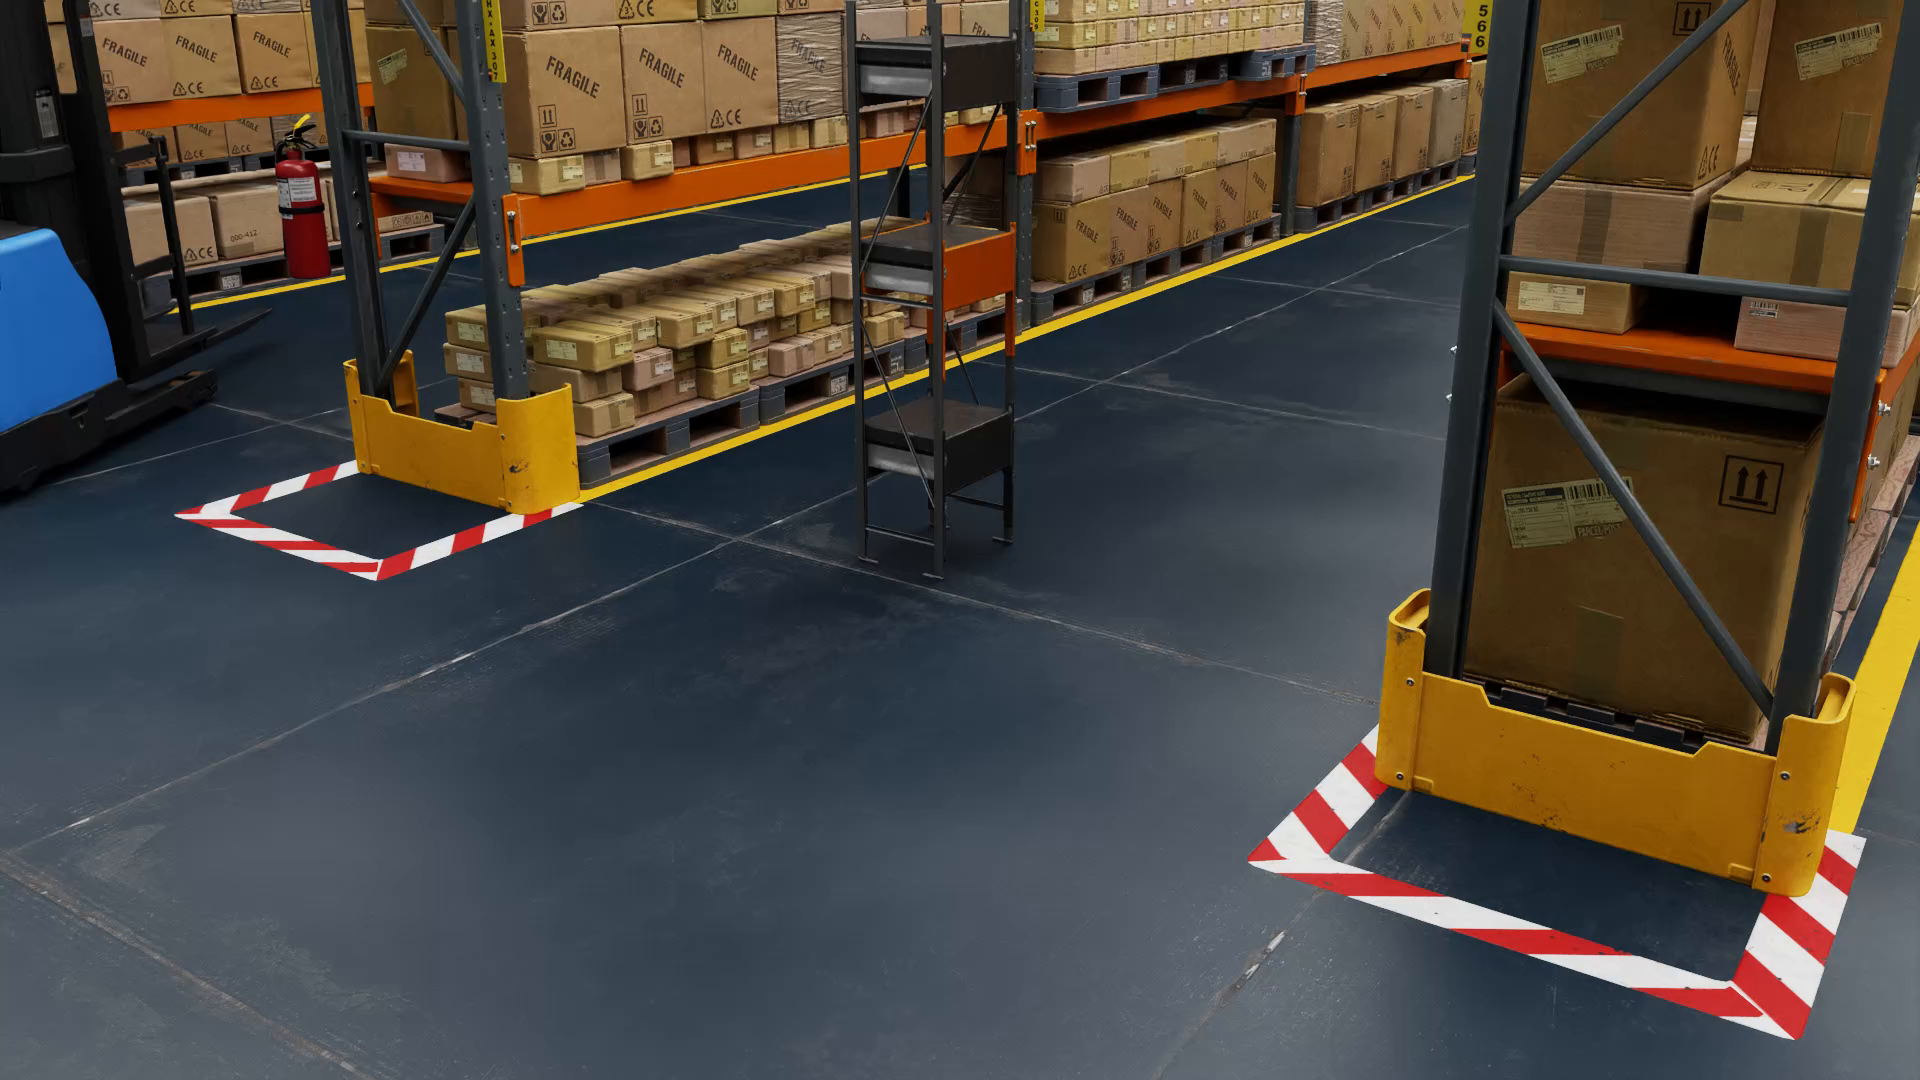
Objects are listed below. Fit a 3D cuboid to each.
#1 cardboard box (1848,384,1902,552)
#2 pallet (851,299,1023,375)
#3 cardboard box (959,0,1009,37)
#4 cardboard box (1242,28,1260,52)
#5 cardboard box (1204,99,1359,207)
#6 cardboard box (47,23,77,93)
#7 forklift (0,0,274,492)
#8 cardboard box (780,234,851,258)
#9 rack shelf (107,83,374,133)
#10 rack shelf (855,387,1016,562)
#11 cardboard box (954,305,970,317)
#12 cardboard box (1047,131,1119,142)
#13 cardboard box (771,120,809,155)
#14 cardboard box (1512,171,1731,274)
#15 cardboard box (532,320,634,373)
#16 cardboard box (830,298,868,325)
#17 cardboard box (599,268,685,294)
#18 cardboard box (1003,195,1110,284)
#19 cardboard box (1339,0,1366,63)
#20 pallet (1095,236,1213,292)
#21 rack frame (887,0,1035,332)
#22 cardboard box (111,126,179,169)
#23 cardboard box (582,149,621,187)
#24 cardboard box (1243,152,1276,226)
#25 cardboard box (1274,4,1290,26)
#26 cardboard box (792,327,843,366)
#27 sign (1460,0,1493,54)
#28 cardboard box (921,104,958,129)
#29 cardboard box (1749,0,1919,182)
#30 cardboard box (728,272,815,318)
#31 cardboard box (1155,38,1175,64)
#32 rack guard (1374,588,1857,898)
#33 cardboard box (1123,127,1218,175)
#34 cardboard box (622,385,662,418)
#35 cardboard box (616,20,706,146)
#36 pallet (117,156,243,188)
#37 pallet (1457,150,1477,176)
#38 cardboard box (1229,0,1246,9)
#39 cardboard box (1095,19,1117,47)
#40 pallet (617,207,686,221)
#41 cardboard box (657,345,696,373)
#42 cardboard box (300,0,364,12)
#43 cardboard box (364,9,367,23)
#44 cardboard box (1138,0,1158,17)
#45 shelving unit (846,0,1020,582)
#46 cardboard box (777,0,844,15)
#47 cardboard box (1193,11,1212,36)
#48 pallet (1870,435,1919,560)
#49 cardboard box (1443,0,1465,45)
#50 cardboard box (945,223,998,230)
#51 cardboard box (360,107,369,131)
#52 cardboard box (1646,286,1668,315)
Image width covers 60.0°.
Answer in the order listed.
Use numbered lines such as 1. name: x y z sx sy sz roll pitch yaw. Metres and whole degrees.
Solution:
1. cardboard box: 3.091 -0.564 6.424 0.875 0.875 0.875 13 24 32
2. pallet: -0.359 -1.284 9.933 1.003 0.211 1.213 13 24 32
3. cardboard box: -0.049 -2.784 9.396 0.500 0.500 0.500 13 24 32
4. cardboard box: 1.912 -3.572 11.855 0.380 0.149 0.250 13 24 31
5. cardboard box: 2.654 -3.239 13.834 1.050 0.750 0.750 13 24 31
6. cardboard box: -5.642 -2.860 10.028 0.500 0.500 0.500 13 24 31
7. forklift: -4.504 -2.025 8.014 1.130 2.935 3.031 1 20 4
8. cardboard box: -0.809 -1.643 9.531 0.380 0.149 0.250 13 24 30
9. rack shelf: -5.286 -2.817 11.094 1.077 0.370 4.000 13 24 32
10. rack shelf: -0.093 -0.268 6.520 0.431 0.518 0.480 13 24 32
11. cardboard box: -0.165 -1.415 9.770 0.380 0.149 0.250 14 25 33
12. cardboard box: 0.784 -2.731 11.740 0.500 0.250 0.500 12 23 29
13. cardboard box: -0.972 -2.013 8.245 0.380 0.149 0.250 14 25 34
14. cardboard box: 1.839 -0.908 4.683 0.500 0.250 0.500 13 24 31
15. cardboard box: -1.684 -0.867 7.432 0.380 0.149 0.250 12 23 29
16. cardboard box: -0.719 -1.276 8.966 0.380 0.149 0.250 12 23 29
17. cardboard box: -1.639 -1.294 8.587 0.380 0.149 0.250 14 25 34
18. cardboard box: 0.624 -1.977 10.783 0.500 0.500 0.500 14 25 34
19. cardboard box: 2.997 -4.209 13.676 0.500 0.500 0.500 13 24 31
20. pallet: 1.111 -2.059 12.028 1.003 0.211 1.213 13 24 32
21. rack frame: -0.011 -2.792 9.989 1.000 3.000 0.127 13 24 32
22. cardboard box: -7.811 -3.815 15.752 0.500 0.500 0.500 15 25 34
23. cardboard box: -1.697 -1.637 7.228 0.380 0.149 0.250 14 25 34
24. cardboard box: 2.084 -2.724 12.804 0.500 0.500 0.500 13 24 32
25. cardboard box: 2.188 -3.851 12.180 0.380 0.149 0.250 14 25 34
26. cardboard box: -0.842 -1.038 8.753 0.380 0.149 0.250 13 24 32
27. sign: 1.345 -1.412 4.248 0.100 0.325 0.005 13 24 32
28. cardboard box: -0.232 -2.386 9.255 0.380 0.149 0.250 14 25 34
29. cardboard box: 2.560 -1.297 4.655 0.500 0.500 0.500 13 24 31
30. cardboard box: -0.961 -1.249 8.463 0.380 0.149 0.250 14 24 33
31. cardboard box: 1.170 -3.191 10.825 0.380 0.149 0.250 12 23 29
32. rack guard: 1.772 0.531 4.608 1.175 0.500 0.348 13 24 32
33. cardboard box: 1.496 -2.779 11.870 0.500 0.250 0.500 14 24 33
34. cardboard box: -1.621 -0.683 7.792 0.380 0.149 0.250 13 24 32
35. cardboard box: -1.499 -2.064 7.449 0.500 0.500 0.500 13 24 32
36. pallet: -7.843 -3.628 16.269 1.003 0.211 1.213 13 24 32
37. pallet: 4.978 -3.982 17.227 1.003 0.211 1.213 13 24 32
38. cardboard box: 1.764 -3.776 11.548 0.380 0.149 0.250 13 24 32
39. cardboard box: 0.735 -3.109 10.173 0.380 0.149 0.250 13 24 31
40. pallet: -3.105 -3.008 14.593 1.003 0.211 1.213 13 24 32
41. cardboard box: -1.488 -0.899 7.947 0.380 0.149 0.250 14 24 33
42. cardboard box: -4.490 -3.911 11.429 0.500 0.500 0.500 13 24 31
43. cardboard box: -4.211 -3.592 12.009 0.500 0.500 0.500 14 24 32
44. cardboard box: 1.031 -3.399 10.529 0.380 0.149 0.250 13 24 31
45. shelving unit: -0.093 -0.937 6.272 0.431 2.100 0.503 13 24 32
46. cardboard box: -0.915 -2.814 8.036 0.500 0.500 0.500 12 24 30
47. cardboard box: 1.468 -3.483 11.186 0.380 0.149 0.250 13 24 31
48. pallet: 3.542 -0.285 7.231 1.003 0.211 1.213 13 24 32
49. cardboard box: 4.414 -4.932 15.631 0.500 0.500 0.500 13 24 32
50. cardboard box: 0.004 -1.778 9.894 0.380 0.149 0.250 14 25 33
51. cardboard box: -6.370 -4.563 17.774 0.500 0.500 0.500 13 24 31
52. cardboard box: 1.858 -0.771 4.889 0.380 0.149 0.250 14 24 32
